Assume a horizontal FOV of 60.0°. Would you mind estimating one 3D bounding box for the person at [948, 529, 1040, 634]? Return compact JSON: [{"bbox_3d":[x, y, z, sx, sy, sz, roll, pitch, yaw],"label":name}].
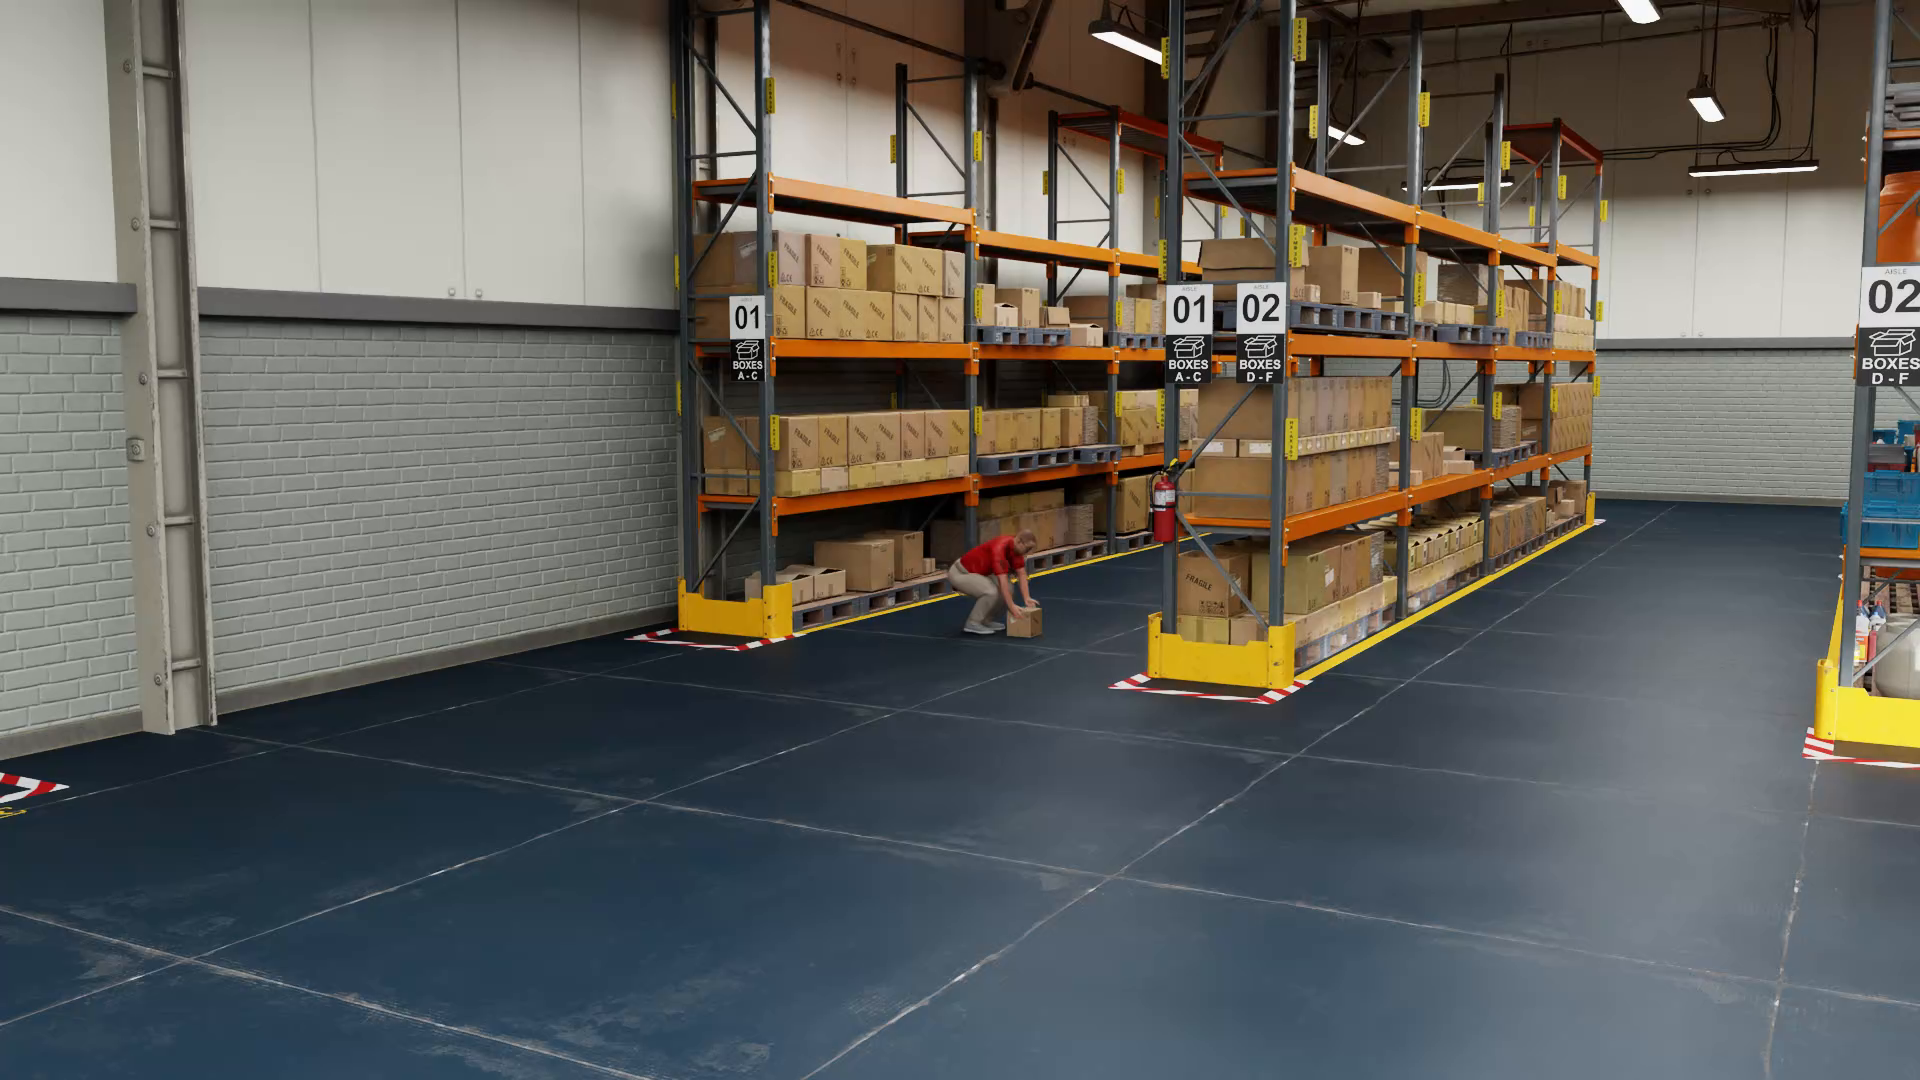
[{"bbox_3d":[0.361,0.386,15.985,0.788,1.013,0.563,3,7,28],"label":"person"}]
